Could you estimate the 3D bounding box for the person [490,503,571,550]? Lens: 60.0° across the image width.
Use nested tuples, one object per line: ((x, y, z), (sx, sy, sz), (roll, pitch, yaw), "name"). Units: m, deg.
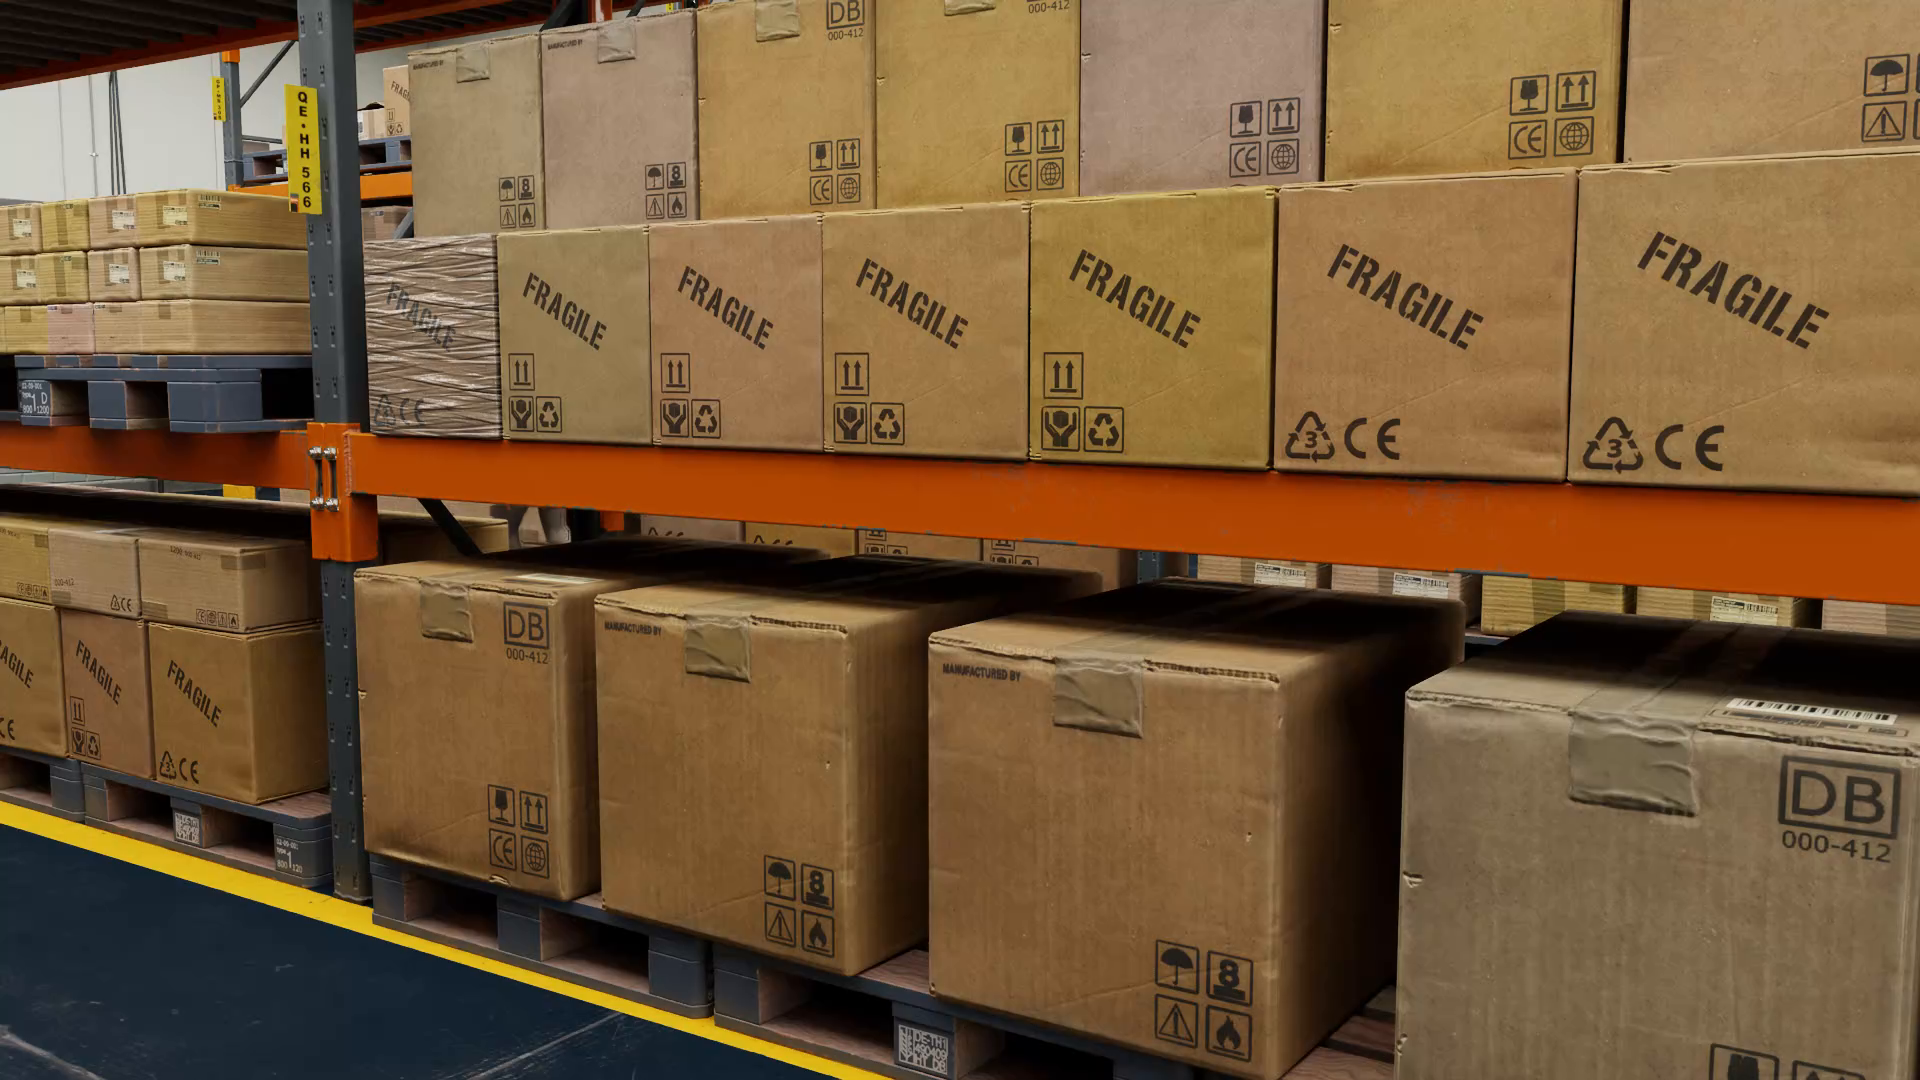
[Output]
((-2.398, -0.389, 9.399), (0.541, 1.677, 1.012), (-4, 8, -35), "person")
